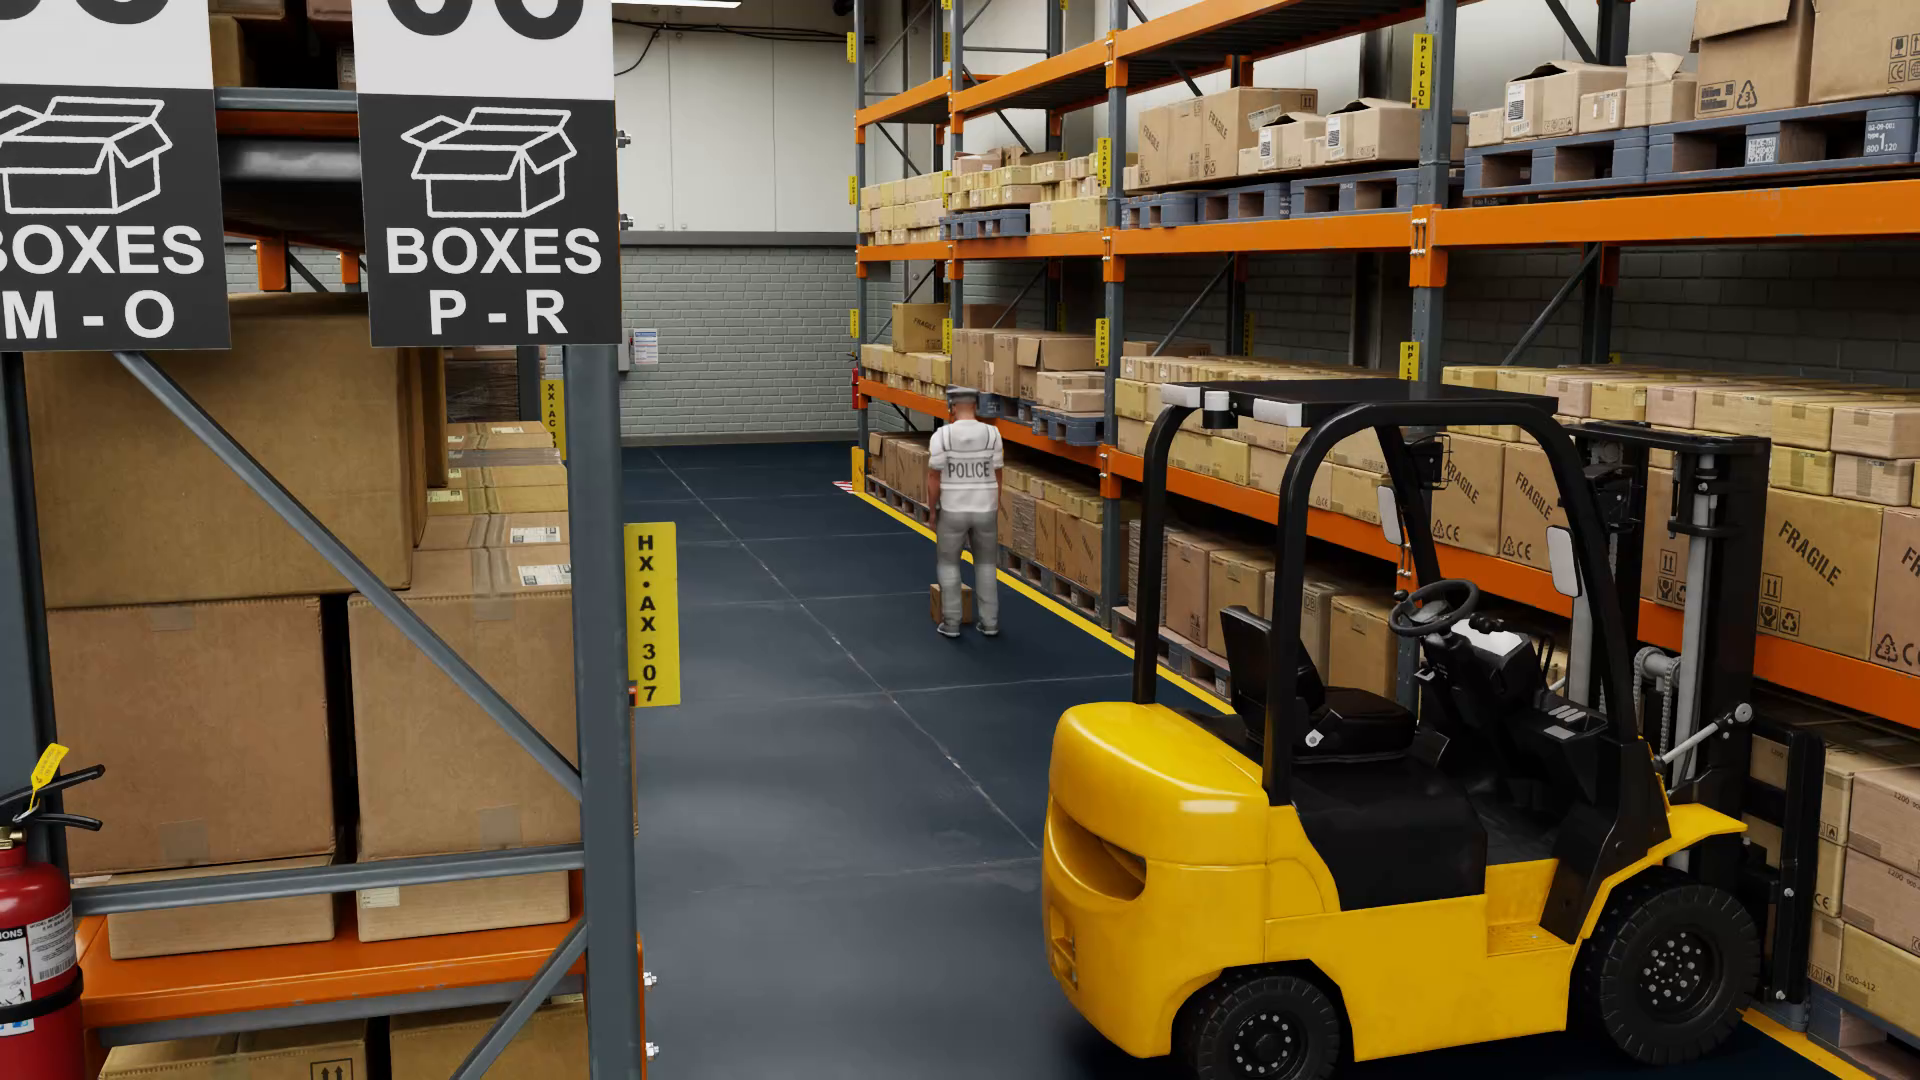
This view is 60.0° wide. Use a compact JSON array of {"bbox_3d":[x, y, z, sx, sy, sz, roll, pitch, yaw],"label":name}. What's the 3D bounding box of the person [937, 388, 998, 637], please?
[{"bbox_3d":[0.056,-0.194,11.620,0.416,1.737,0.329,-2,9,-11],"label":"person"}]
